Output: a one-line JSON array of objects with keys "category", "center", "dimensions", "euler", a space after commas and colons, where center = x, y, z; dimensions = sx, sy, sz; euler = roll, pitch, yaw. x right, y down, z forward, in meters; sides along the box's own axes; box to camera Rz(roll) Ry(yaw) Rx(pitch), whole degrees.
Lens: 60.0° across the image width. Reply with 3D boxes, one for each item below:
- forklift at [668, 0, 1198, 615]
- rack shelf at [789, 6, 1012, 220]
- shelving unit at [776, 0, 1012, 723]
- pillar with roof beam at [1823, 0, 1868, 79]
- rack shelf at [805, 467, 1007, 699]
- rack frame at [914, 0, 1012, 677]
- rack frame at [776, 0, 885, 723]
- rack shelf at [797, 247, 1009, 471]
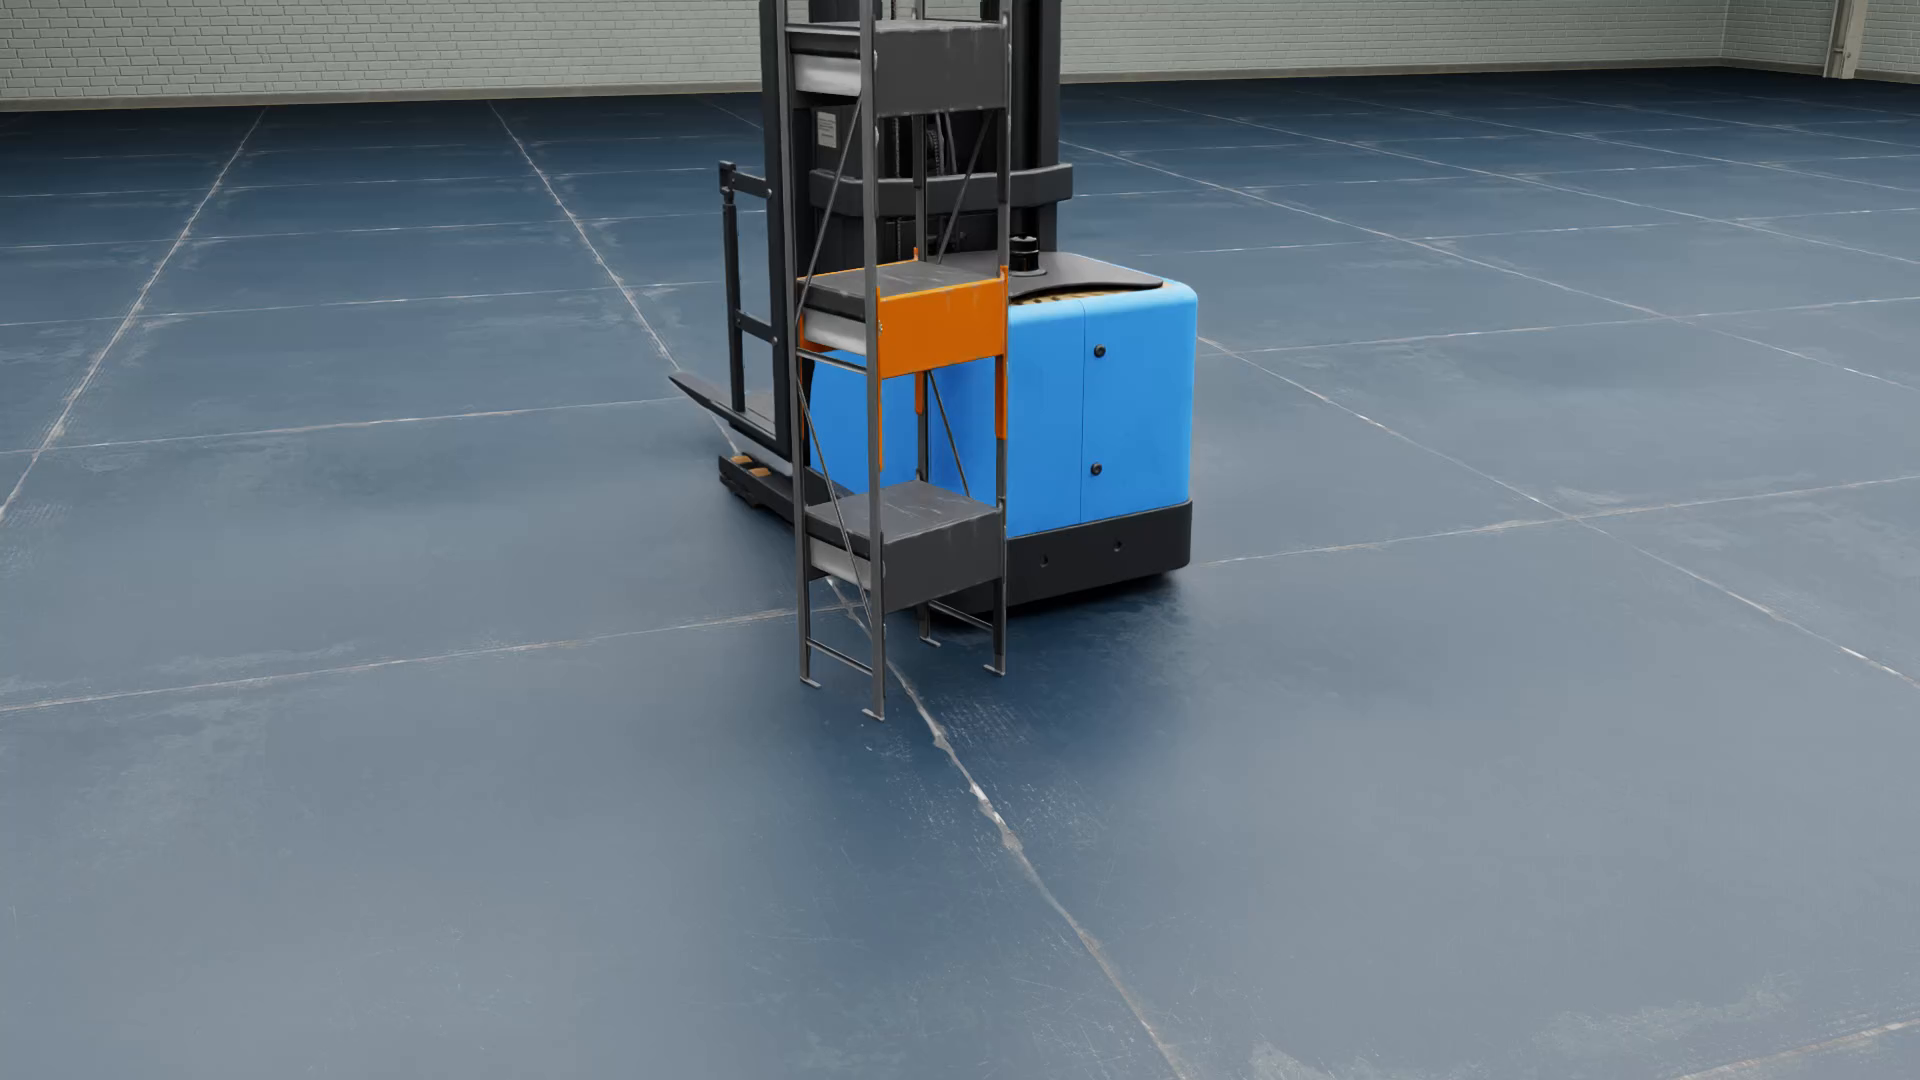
[{"category": "forklift", "center": [-0.348, -1.579, 6.477], "dimensions": [1.130, 2.935, 3.031], "euler": [-11, 23, -28]}, {"category": "rack shelf", "center": [-0.178, -1.200, 4.622], "dimensions": [0.480, 0.518, 0.431], "euler": [-17, 26, -39]}, {"category": "shelving unit", "center": [-0.178, -0.554, 4.854], "dimensions": [0.503, 2.100, 0.431], "euler": [-17, 26, -39]}, {"category": "pillar with roof beam", "center": [10.928, -11.679, 25.620], "dimensions": [9.100, 9.000, 0.400], "euler": [-6, 21, -17]}, {"category": "rack shelf", "center": [-0.178, 0.117, 5.095], "dimensions": [0.480, 0.518, 0.431], "euler": [-17, 26, -39]}, {"category": "rack frame", "center": [0.005, -0.609, 5.006], "dimensions": [0.015, 2.100, 0.400], "euler": [-17, 26, -39]}, {"category": "rack frame", "center": [-0.361, -0.500, 4.702], "dimensions": [0.015, 2.100, 0.400], "euler": [-17, 26, -39]}, {"category": "rack shelf", "center": [-0.178, -0.541, 4.858], "dimensions": [0.480, 0.518, 0.431], "euler": [-17, 26, -39]}]
